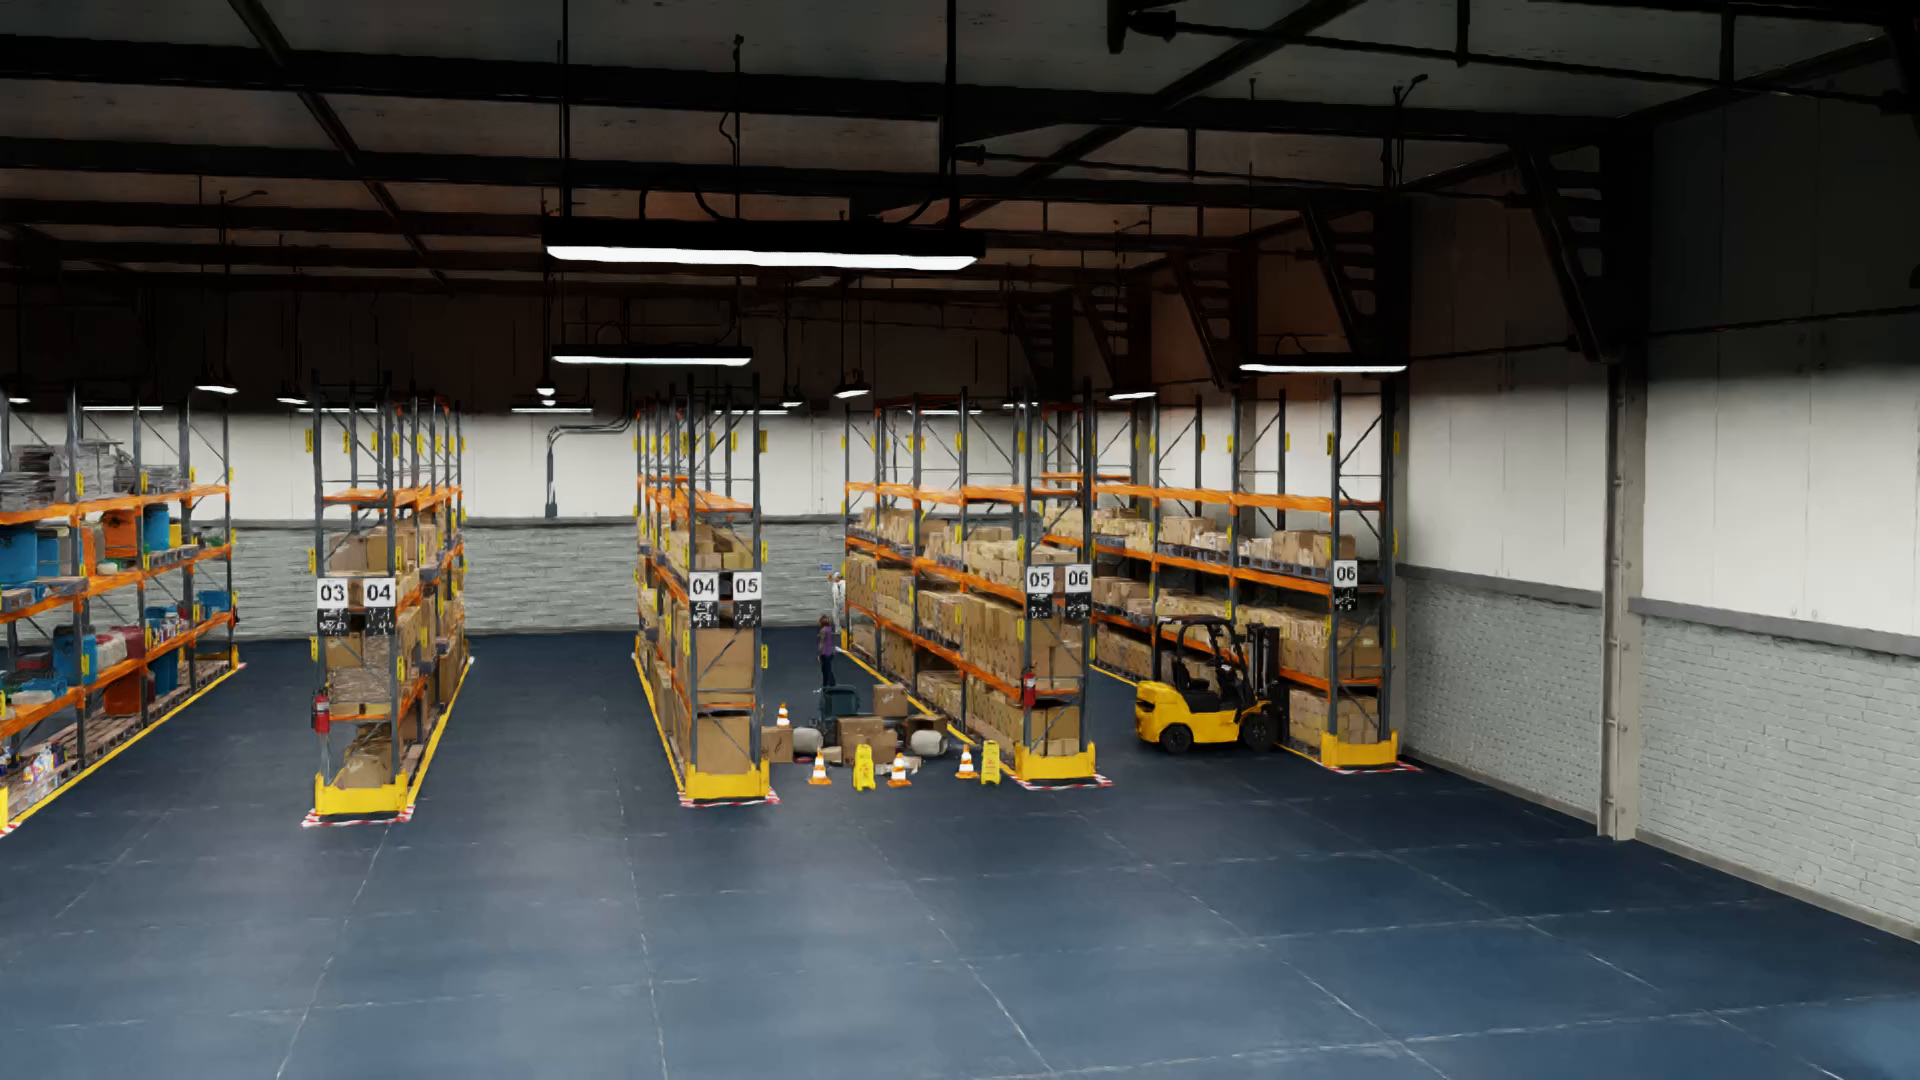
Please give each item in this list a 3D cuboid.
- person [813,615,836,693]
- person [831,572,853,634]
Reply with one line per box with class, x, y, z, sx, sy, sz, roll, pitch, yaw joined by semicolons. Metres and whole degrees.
person;-2.689;2.283;33.068;0.534;1.589;0.522;1;3;13
person;-3.115;1.653;43.859;0.531;1.650;0.565;2;4;35
